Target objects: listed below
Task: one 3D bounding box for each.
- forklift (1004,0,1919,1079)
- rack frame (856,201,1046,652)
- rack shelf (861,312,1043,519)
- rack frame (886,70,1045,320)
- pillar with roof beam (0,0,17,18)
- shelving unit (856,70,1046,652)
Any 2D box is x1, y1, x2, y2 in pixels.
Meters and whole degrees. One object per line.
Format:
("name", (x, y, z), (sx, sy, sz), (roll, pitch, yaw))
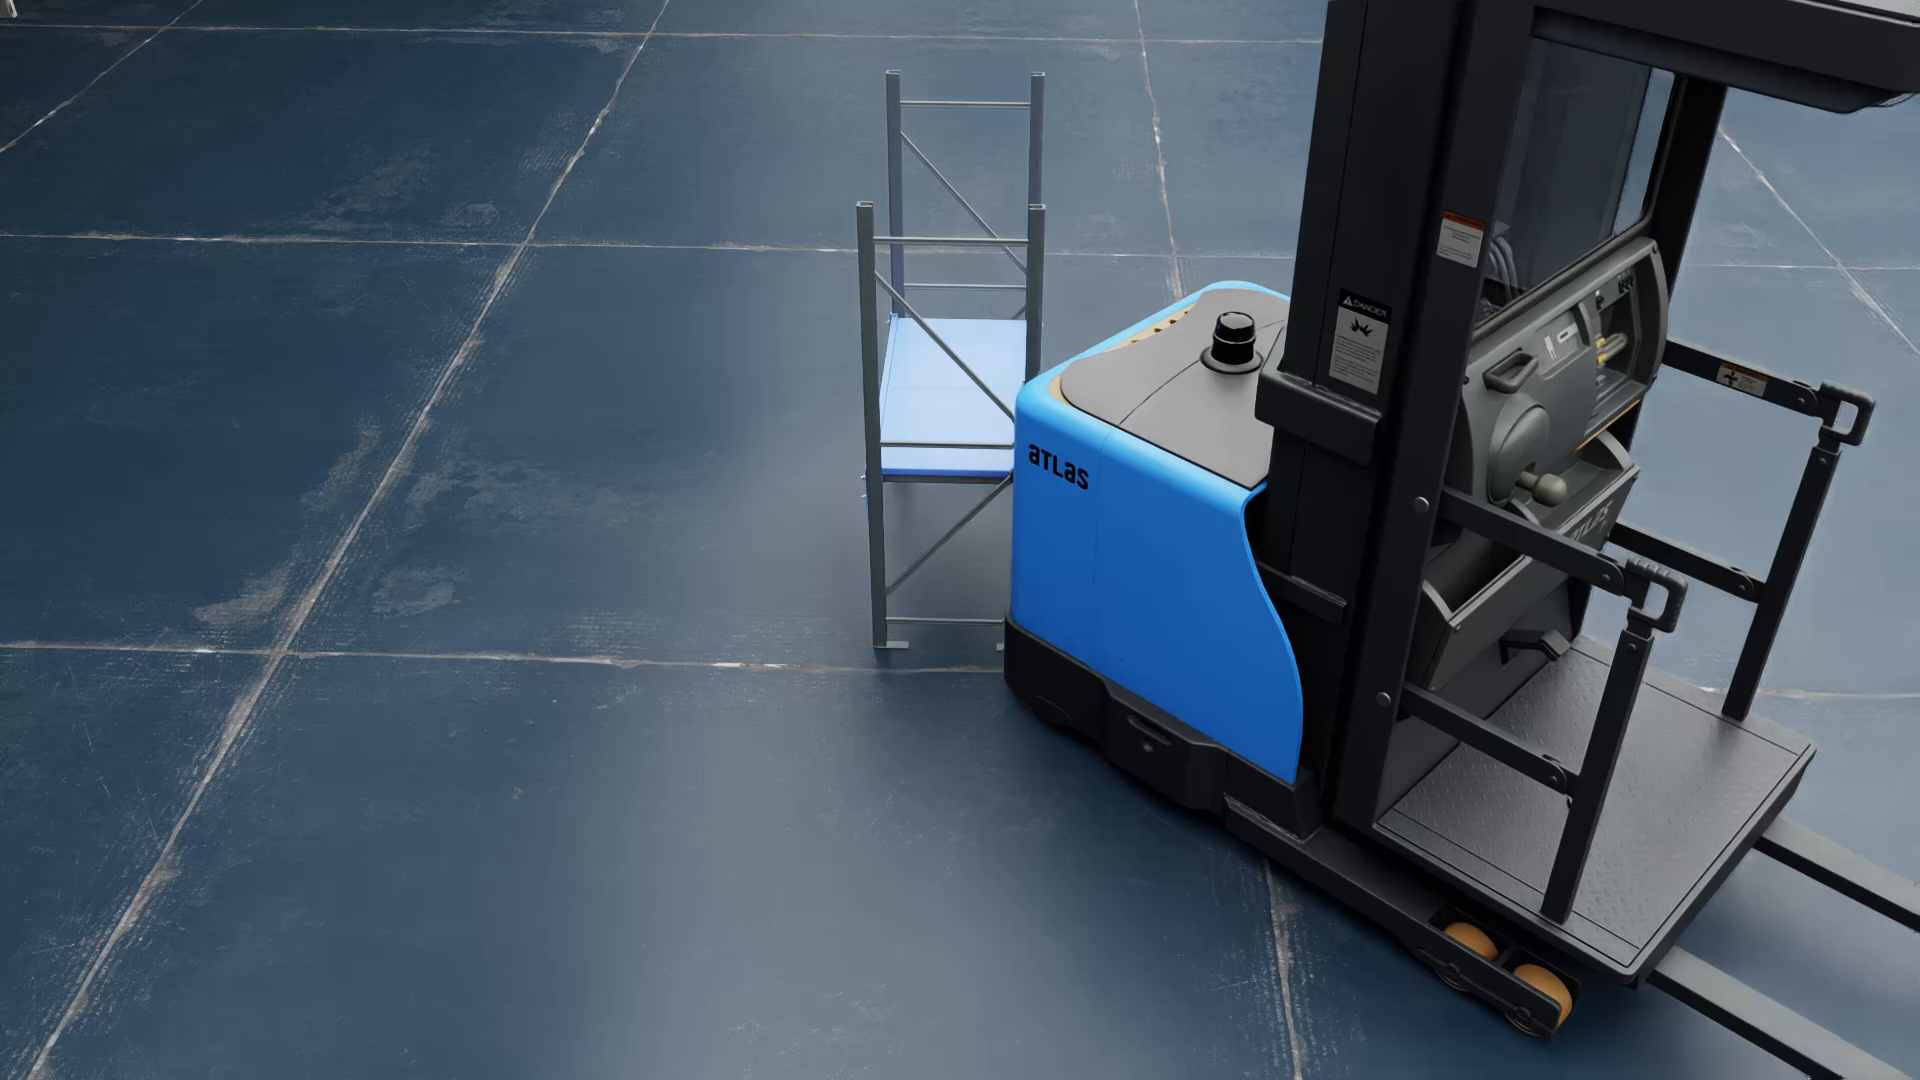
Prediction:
("forklift", (1.540, -0.339, 3.683), (3.031, 2.935, 1.130), (29, 44, 35))
("rack frame", (-0.024, -0.273, 4.833), (0.500, 1.500, 0.032), (1, 35, 2))
("rack shelf", (-0.003, -0.417, 5.352), (0.538, 0.185, 1.000), (1, 35, 2))
("rack frame", (0.017, -0.857, 5.665), (0.500, 1.500, 0.032), (1, 35, 2))
("pillar with roof beam", (-1.776, -6.770, 7.557), (9.100, 9.000, 0.400), (1, 35, 2))
("shelving unit", (-0.003, -0.565, 5.249), (0.538, 1.500, 1.048), (1, 35, 2))
